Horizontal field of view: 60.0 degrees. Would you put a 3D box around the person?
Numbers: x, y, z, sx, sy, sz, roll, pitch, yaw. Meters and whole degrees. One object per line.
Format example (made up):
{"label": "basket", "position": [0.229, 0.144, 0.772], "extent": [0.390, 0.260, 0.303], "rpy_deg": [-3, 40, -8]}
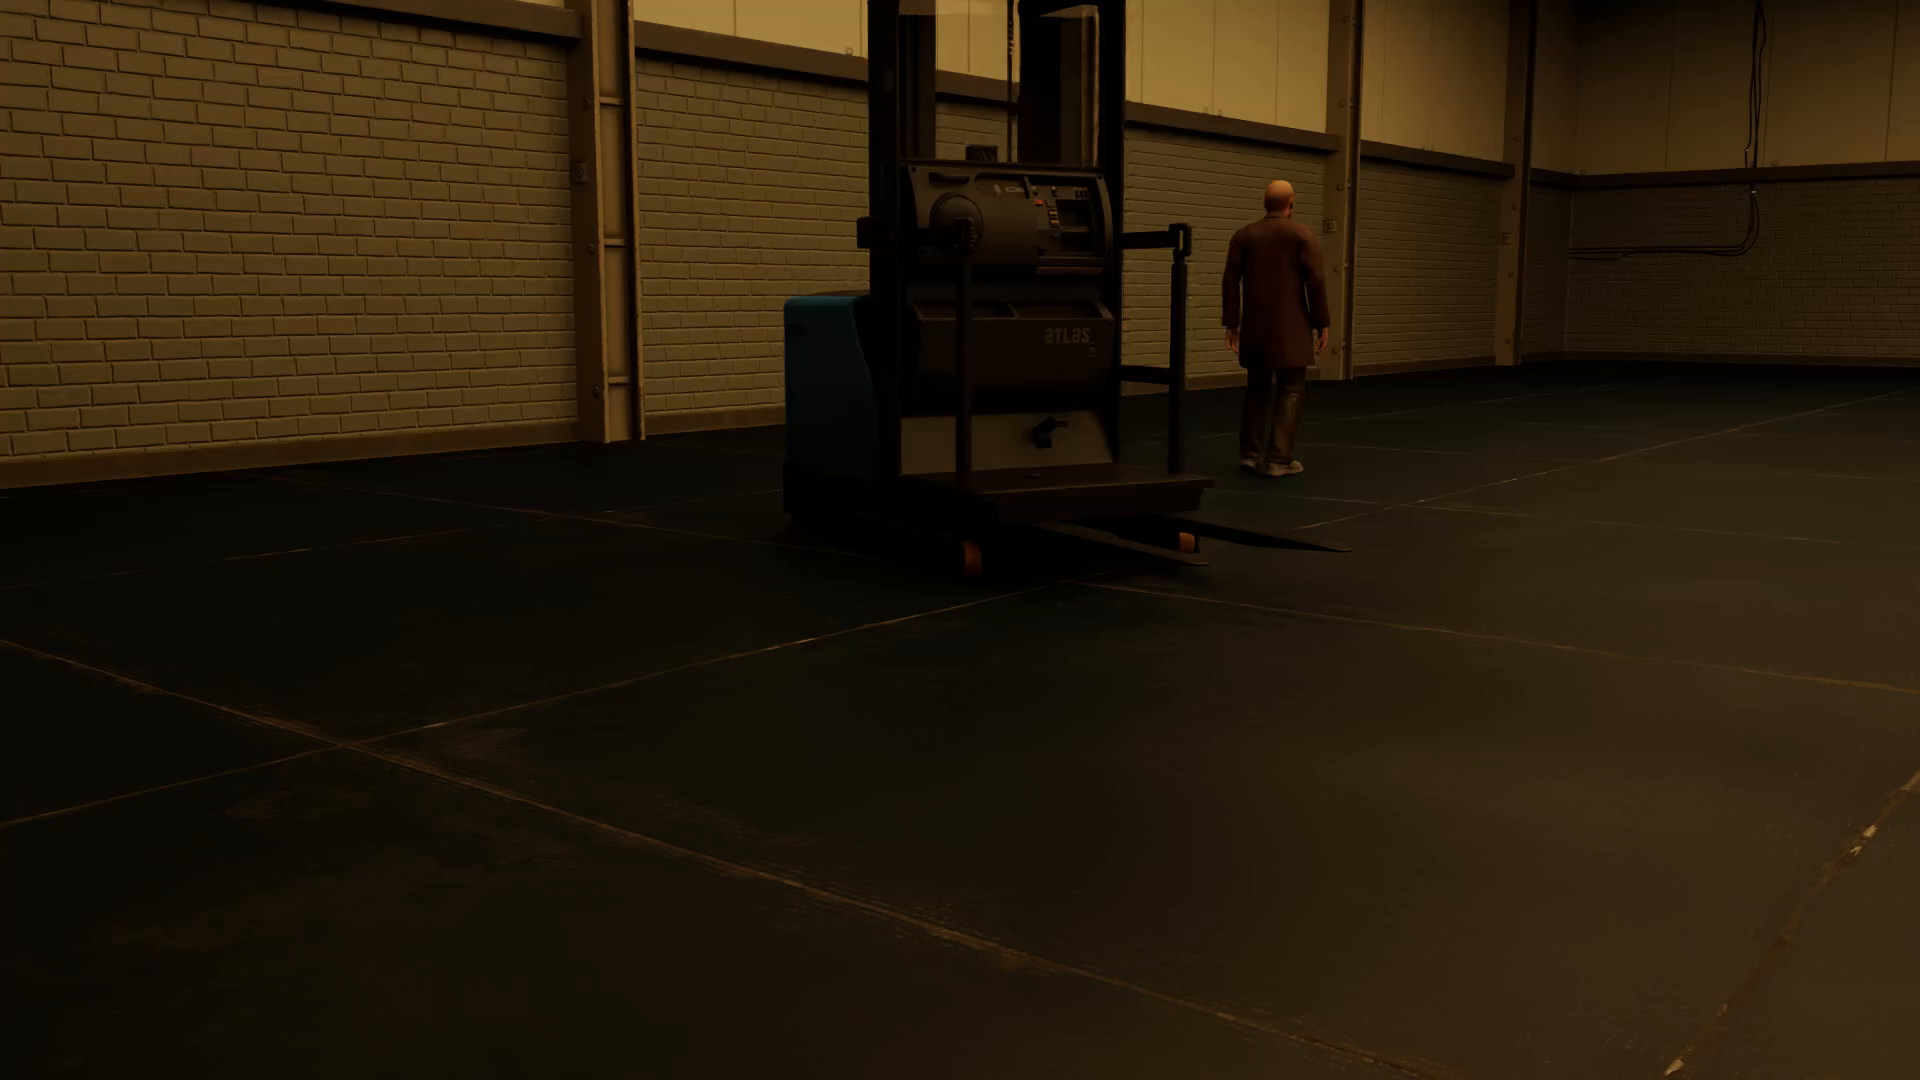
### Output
{"label": "person", "position": [1.940, -1.257, 10.129], "extent": [0.671, 1.778, 0.576], "rpy_deg": [6, 10, 36]}

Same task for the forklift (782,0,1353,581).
{"label": "forklift", "position": [0.318, -1.366, 6.620], "extent": [1.130, 2.935, 3.031], "rpy_deg": [-5, 9, -28]}
